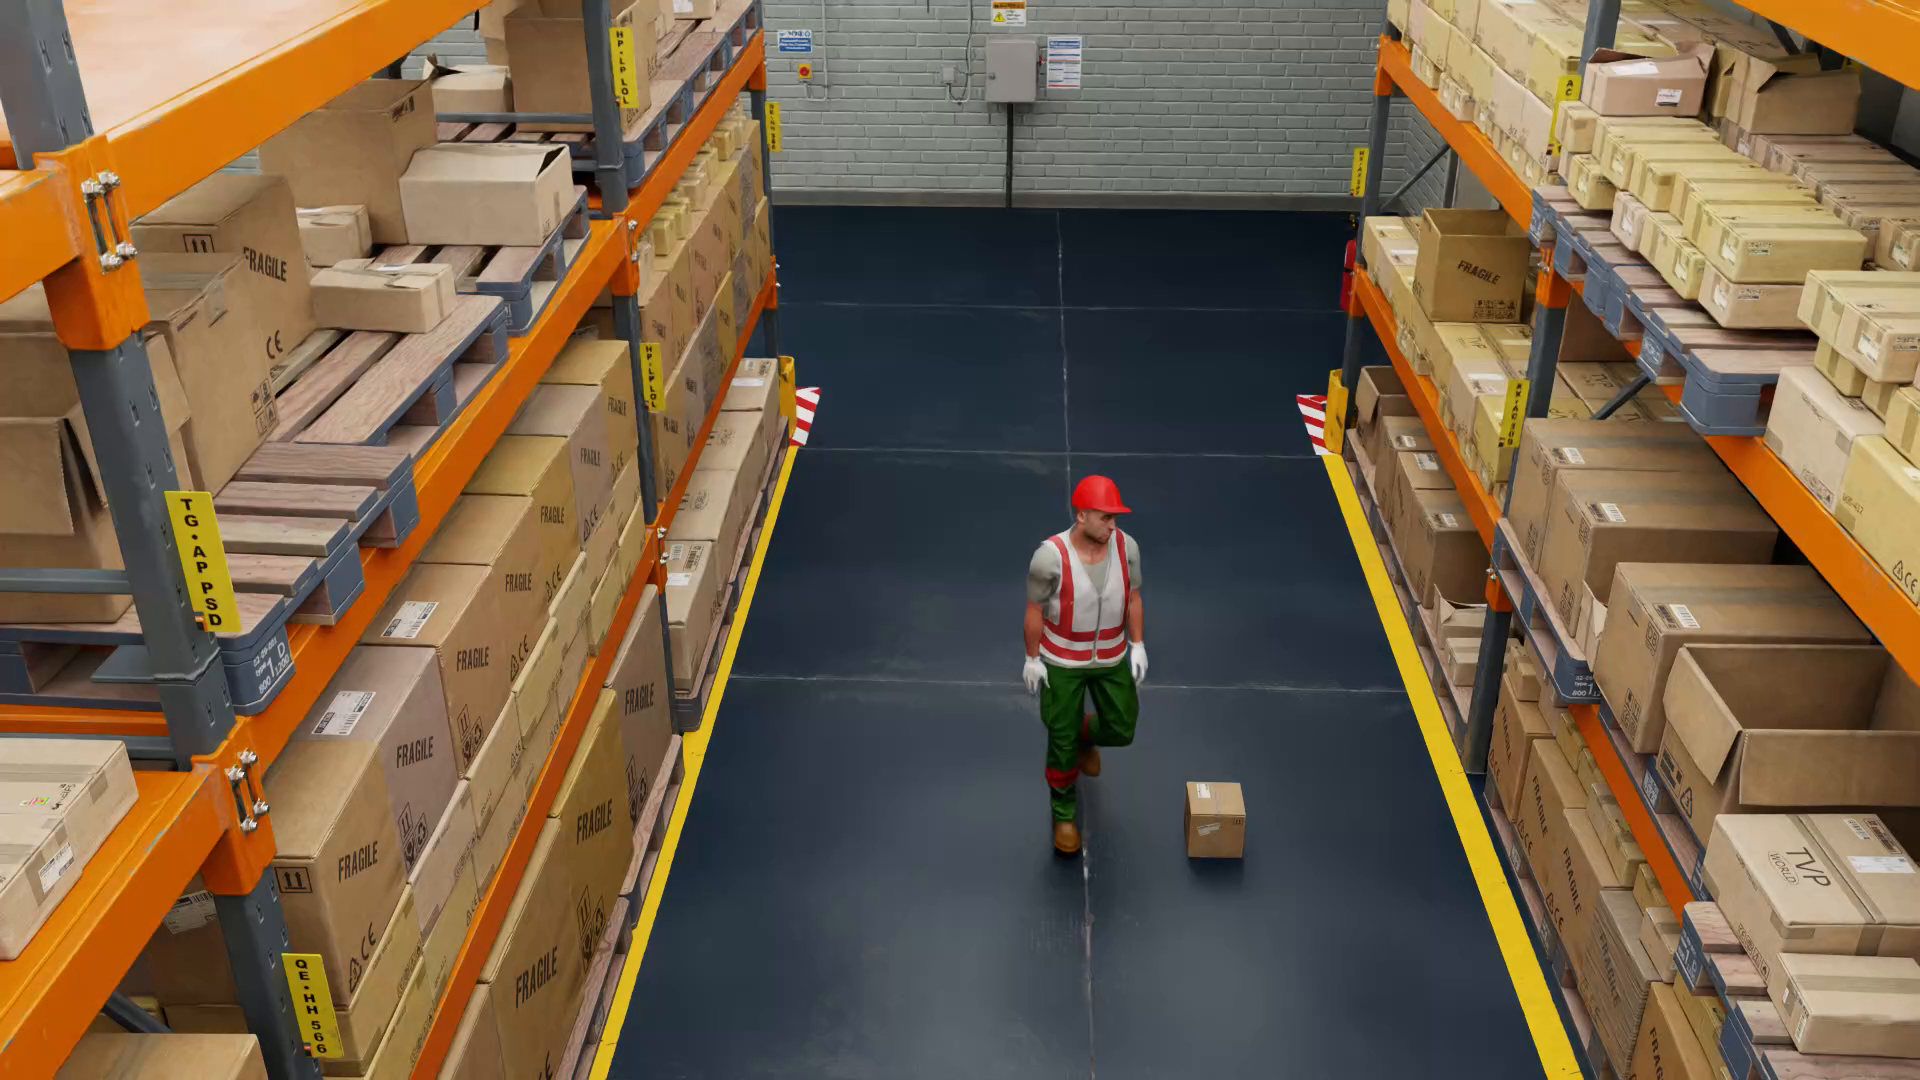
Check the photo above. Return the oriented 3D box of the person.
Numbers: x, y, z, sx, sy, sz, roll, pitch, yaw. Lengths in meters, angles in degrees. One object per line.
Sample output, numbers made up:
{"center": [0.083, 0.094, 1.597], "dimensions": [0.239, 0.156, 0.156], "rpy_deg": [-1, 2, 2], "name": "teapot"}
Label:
{"center": [0.725, 0.620, 7.381], "dimensions": [0.584, 1.786, 0.615], "rpy_deg": [9, 29, 16], "name": "person"}
